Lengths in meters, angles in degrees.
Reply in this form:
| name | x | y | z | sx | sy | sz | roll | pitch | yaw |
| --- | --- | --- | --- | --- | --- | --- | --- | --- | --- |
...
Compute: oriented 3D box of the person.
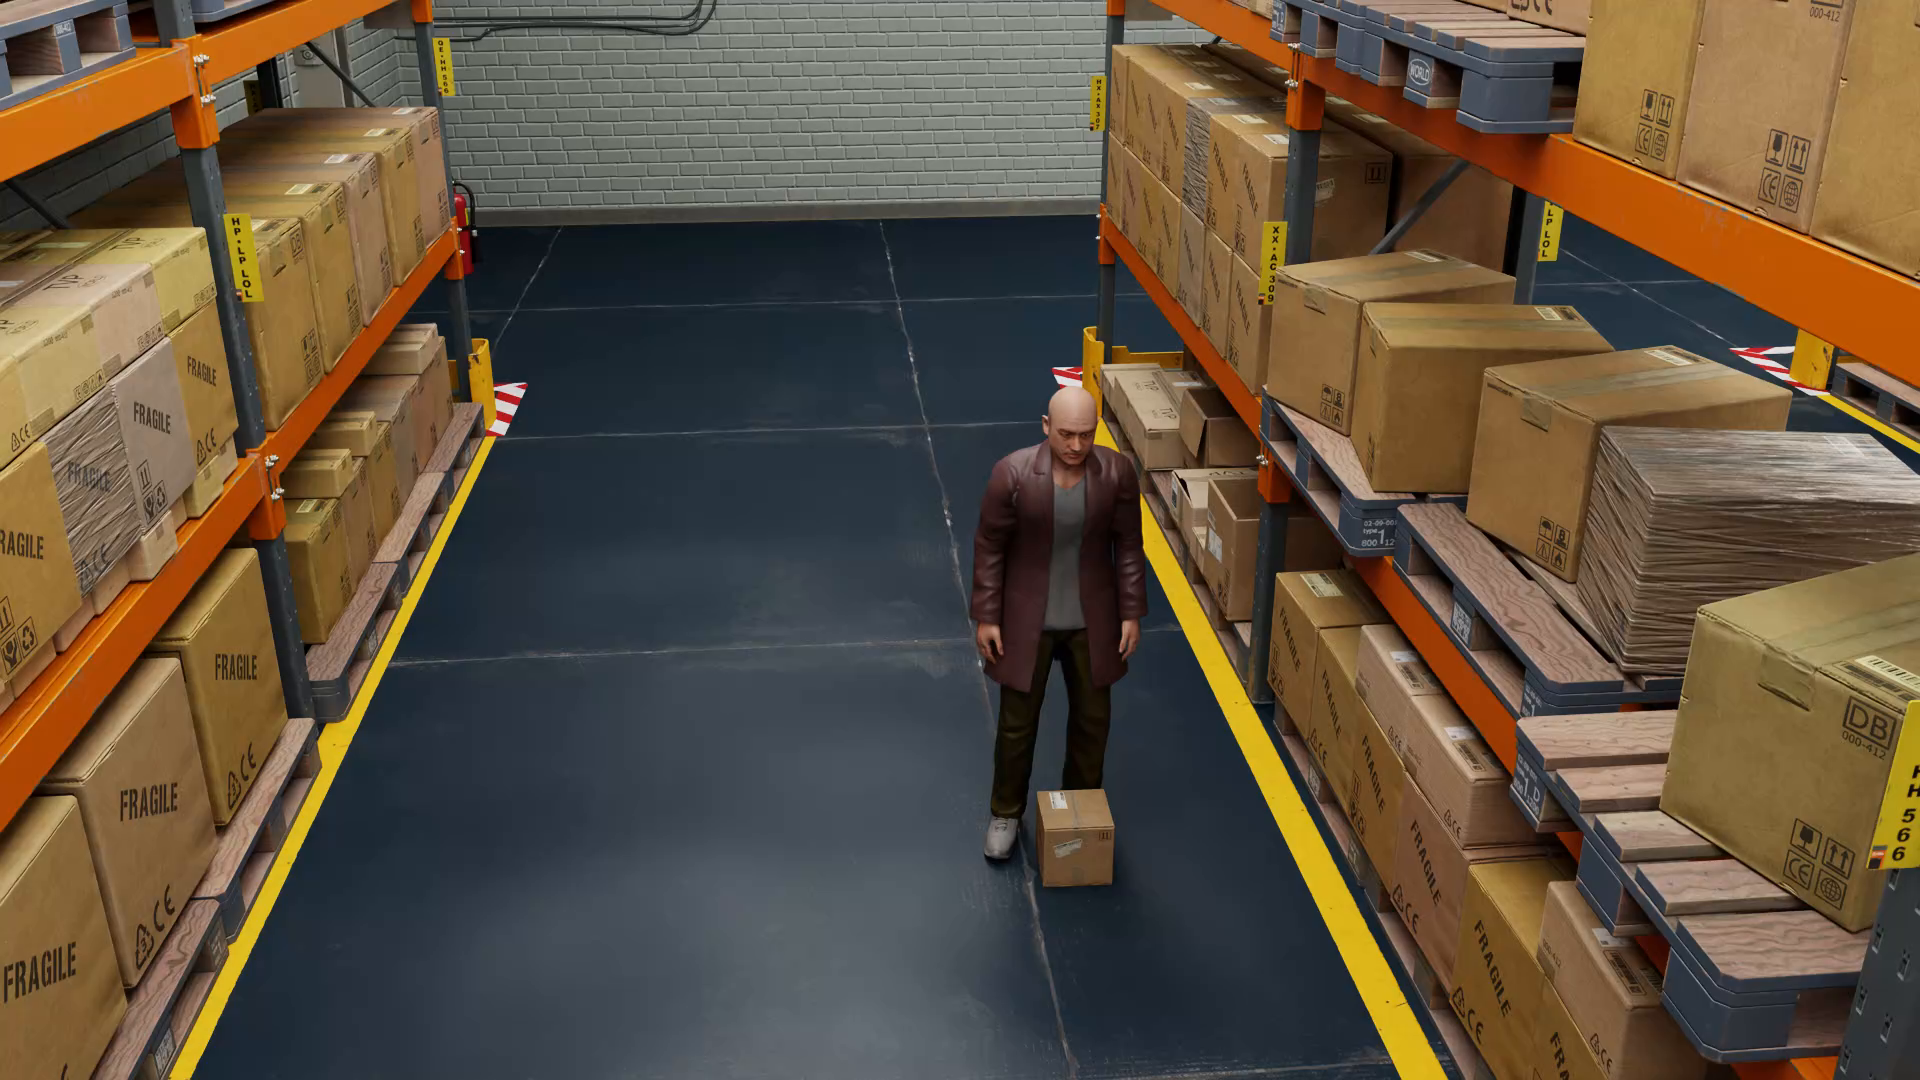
| name | x | y | z | sx | sy | sz | roll | pitch | yaw |
| --- | --- | --- | --- | --- | --- | --- | --- | --- | --- |
| person | 0.354 | 0.287 | 5.954 | 0.643 | 1.773 | 0.431 | -2 | 23 | -5 |
